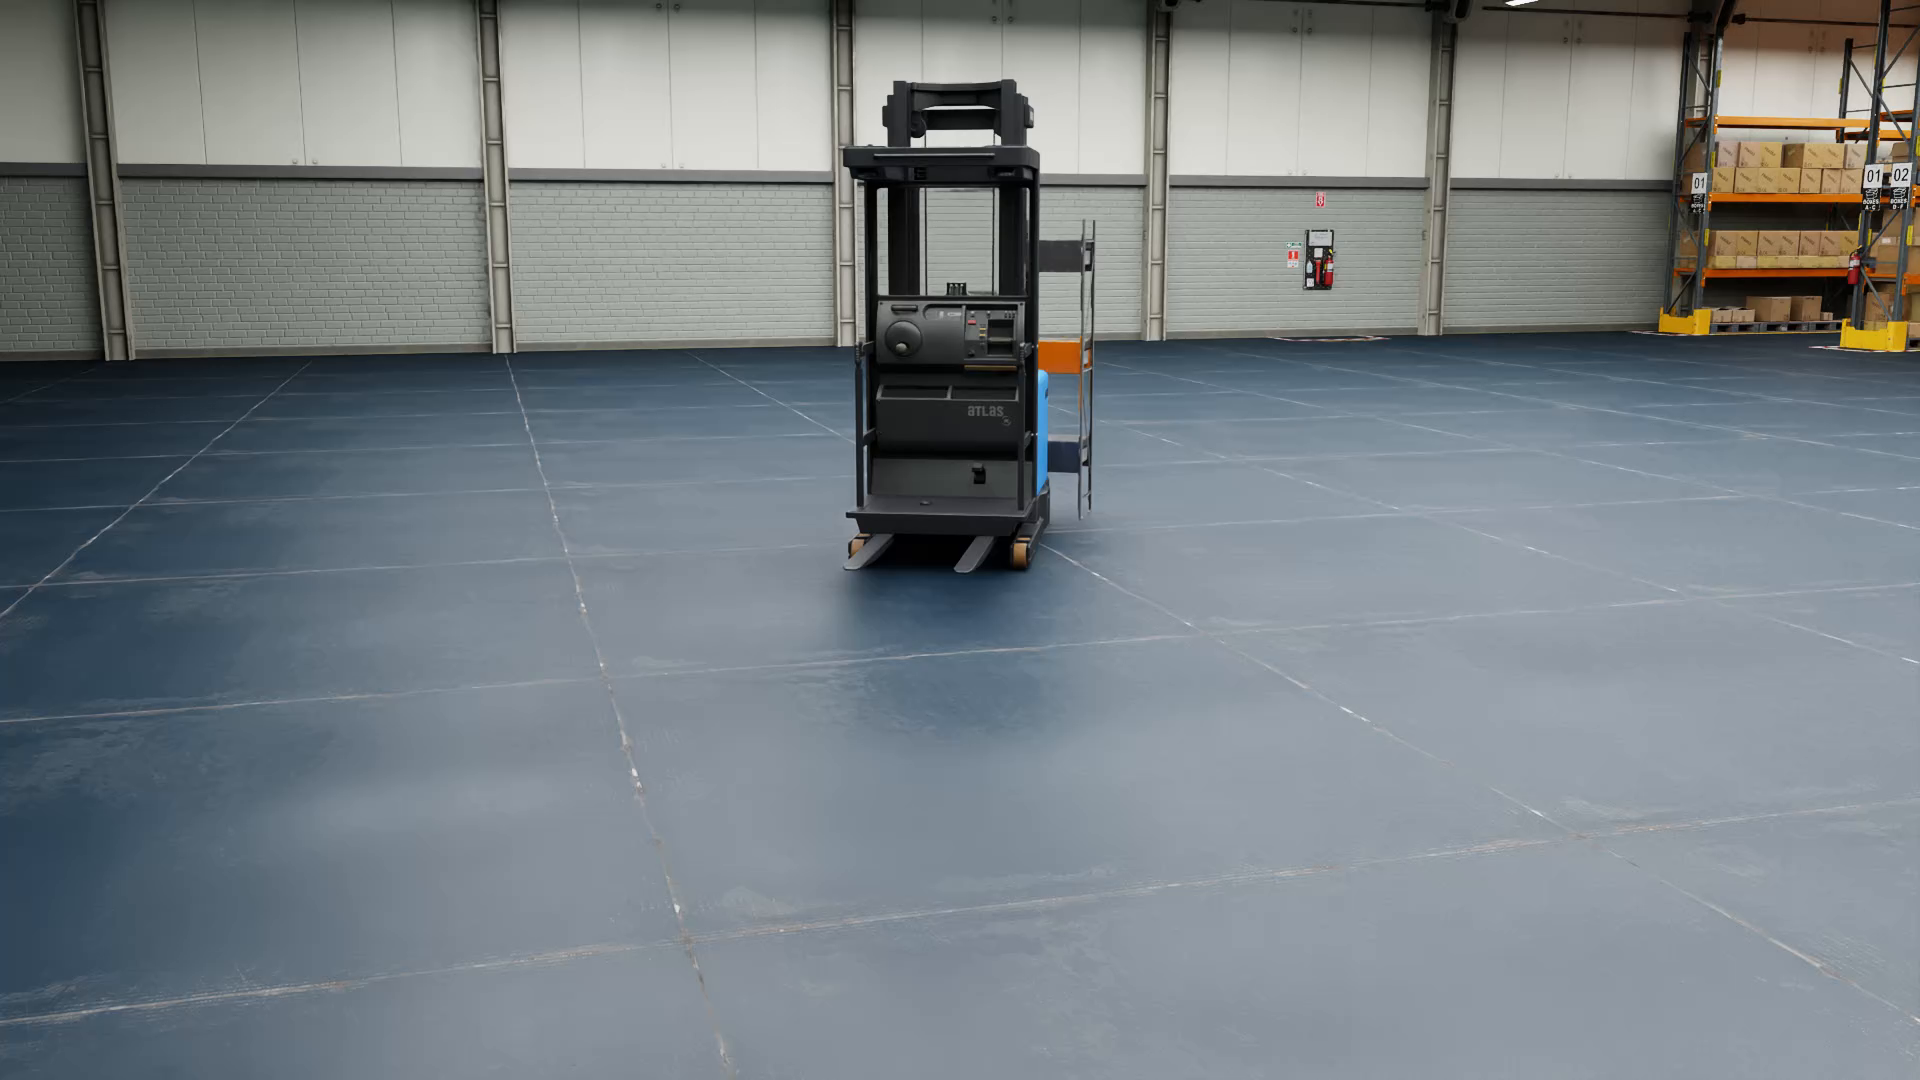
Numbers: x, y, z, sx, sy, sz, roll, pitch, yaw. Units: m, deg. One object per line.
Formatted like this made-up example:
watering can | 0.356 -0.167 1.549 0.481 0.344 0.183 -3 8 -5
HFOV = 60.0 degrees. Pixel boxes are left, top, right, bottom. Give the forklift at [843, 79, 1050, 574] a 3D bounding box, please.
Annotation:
forklift | -0.085 -1.329 10.169 1.130 2.935 3.031 1 11 8

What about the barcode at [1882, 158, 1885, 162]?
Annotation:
barcode | 16.335 -6.727 29.413 0.075 0.075 0.001 -3 11 -16

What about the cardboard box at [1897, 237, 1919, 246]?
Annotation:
cardboard box | 16.617 -5.218 29.036 0.250 0.149 0.380 -3 11 -16

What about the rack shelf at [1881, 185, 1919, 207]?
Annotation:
rack shelf | 18.100 -6.090 29.542 4.000 0.370 1.077 -3 11 -16

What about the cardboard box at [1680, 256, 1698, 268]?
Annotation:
cardboard box | 15.186 -5.721 34.199 0.500 0.250 0.500 -3 11 -15

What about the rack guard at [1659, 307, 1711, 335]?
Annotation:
rack guard | 14.865 -4.502 34.123 0.348 0.500 1.175 -3 11 -16

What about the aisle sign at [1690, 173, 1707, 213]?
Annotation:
aisle sign | 14.806 -6.951 33.337 0.004 0.787 0.394 -3 11 -16

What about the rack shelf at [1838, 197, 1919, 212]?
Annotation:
rack shelf | 20.552 -7.153 35.319 4.000 0.370 1.077 -3 11 -16

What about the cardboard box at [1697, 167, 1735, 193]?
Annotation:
cardboard box | 15.183 -7.236 33.449 0.500 0.500 0.500 -3 11 -14

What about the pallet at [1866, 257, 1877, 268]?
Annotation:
pallet | 19.407 -5.849 35.065 1.213 0.211 1.003 -3 11 -16

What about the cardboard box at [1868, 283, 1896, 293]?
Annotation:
cardboard box | 19.756 -5.349 35.436 0.500 0.250 0.500 -3 11 -17

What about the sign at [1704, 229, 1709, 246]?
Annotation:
sign | 14.943 -6.059 33.285 0.005 0.325 0.100 -3 11 -16

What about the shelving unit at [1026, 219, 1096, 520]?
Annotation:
shelving unit | 0.668 -1.220 11.873 0.503 2.100 0.431 3 11 15

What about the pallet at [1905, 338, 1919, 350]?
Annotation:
pallet | 16.902 -3.542 29.701 1.213 0.211 1.003 -3 11 -16

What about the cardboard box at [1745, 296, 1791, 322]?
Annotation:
cardboard box | 16.747 -4.792 34.479 0.500 0.500 0.700 -4 11 -20

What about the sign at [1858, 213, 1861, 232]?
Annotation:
sign | 16.041 -5.648 29.589 0.005 0.325 0.100 -3 11 -16

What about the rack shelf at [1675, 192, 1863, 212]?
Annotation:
rack shelf | 16.712 -6.951 34.219 4.000 0.370 1.077 -3 11 -16

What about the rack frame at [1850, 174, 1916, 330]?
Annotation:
rack frame | 16.180 -4.867 29.199 0.127 3.000 1.000 -3 11 -16

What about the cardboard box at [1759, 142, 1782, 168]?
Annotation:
cardboard box | 16.214 -7.776 33.621 0.500 0.500 0.500 -3 11 -14

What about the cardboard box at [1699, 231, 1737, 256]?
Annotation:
cardboard box | 15.334 -6.005 33.667 0.500 0.500 0.500 -3 11 -16

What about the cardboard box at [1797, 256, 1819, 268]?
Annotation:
cardboard box | 17.303 -5.738 34.289 0.500 0.250 0.500 -3 11 -16

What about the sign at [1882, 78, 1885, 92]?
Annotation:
sign | 18.766 -9.284 33.823 0.005 0.325 0.100 -3 11 -16

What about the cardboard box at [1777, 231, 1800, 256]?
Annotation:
cardboard box | 16.801 -6.081 34.083 0.500 0.500 0.500 -3 11 -14

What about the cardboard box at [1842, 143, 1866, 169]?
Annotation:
cardboard box | 18.227 -7.884 34.208 0.500 0.500 0.500 -4 11 -21

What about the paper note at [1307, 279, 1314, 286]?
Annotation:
paper note | 6.888 -5.062 32.689 0.142 0.148 0.016 -3 11 -16

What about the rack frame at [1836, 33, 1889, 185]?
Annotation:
rack frame | 18.632 -8.881 34.432 0.127 3.000 1.000 -3 11 -16

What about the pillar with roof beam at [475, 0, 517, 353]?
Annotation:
pillar with roof beam | -6.618 -6.901 23.679 0.400 9.000 9.100 -3 11 -16

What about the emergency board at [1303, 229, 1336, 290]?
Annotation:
emergency board | 7.078 -5.492 32.592 0.643 1.169 0.194 -3 11 -16

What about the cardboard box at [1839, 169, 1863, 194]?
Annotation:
cardboard box | 18.214 -7.396 34.320 0.500 0.500 0.500 -3 11 -14

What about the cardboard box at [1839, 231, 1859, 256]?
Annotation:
cardboard box | 18.265 -6.158 34.497 0.500 0.500 0.500 -3 11 -16

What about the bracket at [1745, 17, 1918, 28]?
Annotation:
bracket | 18.193 -10.724 34.503 4.783 0.066 0.076 -3 11 -16

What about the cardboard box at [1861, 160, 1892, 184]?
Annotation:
cardboard box | 19.179 -7.675 34.731 0.500 0.500 0.500 -1 11 -8

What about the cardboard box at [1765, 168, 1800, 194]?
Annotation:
cardboard box | 16.714 -7.314 33.877 0.500 0.500 0.500 -2 11 -12

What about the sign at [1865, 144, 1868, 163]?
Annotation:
sign | 16.041 -6.834 29.371 0.005 0.325 0.100 -3 11 -16

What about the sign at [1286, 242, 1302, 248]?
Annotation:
sign | 6.525 -5.759 32.479 0.331 0.109 0.001 -3 11 -16

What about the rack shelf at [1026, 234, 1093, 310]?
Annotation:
rack shelf | 0.669 -1.896 11.750 0.480 0.518 0.431 3 11 15

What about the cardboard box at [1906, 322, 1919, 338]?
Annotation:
cardboard box | 16.757 -3.710 29.347 0.500 0.250 0.500 -3 11 -16

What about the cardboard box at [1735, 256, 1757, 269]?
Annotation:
cardboard box | 15.843 -5.662 33.878 0.500 0.250 0.500 -3 11 -18

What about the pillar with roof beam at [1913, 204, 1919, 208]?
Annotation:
pillar with roof beam | 22.186 -8.419 31.926 0.400 9.000 9.100 -3 11 -16

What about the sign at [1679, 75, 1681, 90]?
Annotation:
sign | 14.656 -9.313 33.763 0.005 0.325 0.100 -3 11 -16

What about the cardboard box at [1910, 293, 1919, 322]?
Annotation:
cardboard box | 17.236 -4.104 29.419 0.500 0.500 0.500 -3 11 -16
